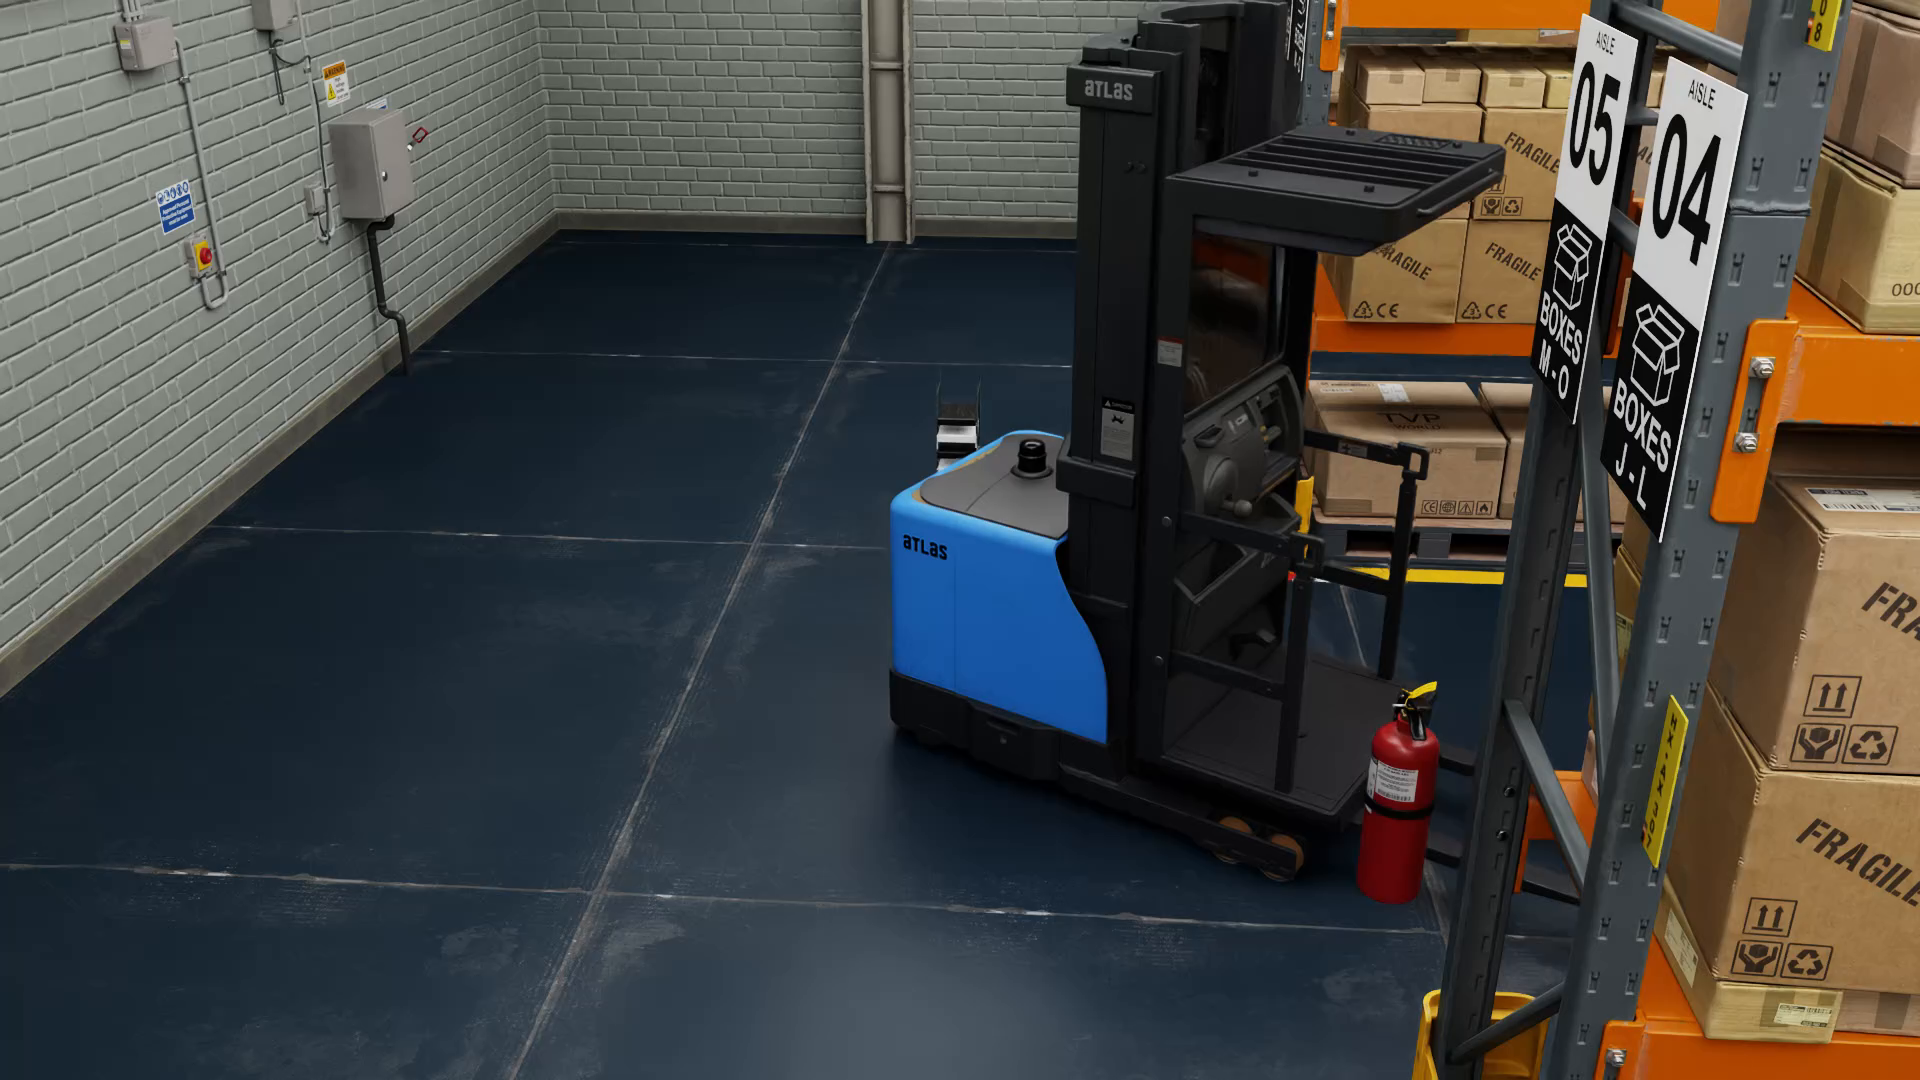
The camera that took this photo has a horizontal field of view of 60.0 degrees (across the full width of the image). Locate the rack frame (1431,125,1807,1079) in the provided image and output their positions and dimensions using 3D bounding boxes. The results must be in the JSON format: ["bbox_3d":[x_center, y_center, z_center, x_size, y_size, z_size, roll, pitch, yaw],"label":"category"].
[{"bbox_3d":[1.367,0.623,3.808,0.127,3.000,1.000,2,25,4],"label":"rack frame"}]

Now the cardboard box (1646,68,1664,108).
[{"bbox_3d":[3.025,-2.089,7.610,0.250,0.149,0.380,2,25,5],"label":"cardboard box"}]

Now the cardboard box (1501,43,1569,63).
[{"bbox_3d":[2.786,-2.313,8.097,0.250,0.149,0.380,2,25,5],"label":"cardboard box"}]

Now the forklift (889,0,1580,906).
[{"bbox_3d":[1.214,-0.343,5.990,3.031,2.935,1.130,16,29,31],"label":"forklift"}]

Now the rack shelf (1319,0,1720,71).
[{"bbox_3d":[3.640,-2.415,7.683,4.000,0.370,1.077,2,25,4],"label":"rack shelf"}]

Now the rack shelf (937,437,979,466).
[{"bbox_3d":[-0.008,-0.461,8.539,0.200,0.077,0.258,2,25,4],"label":"rack shelf"}]

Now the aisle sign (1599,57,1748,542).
[{"bbox_3d":[1.272,-0.436,2.998,0.004,0.787,0.394,2,25,4],"label":"aisle sign"}]

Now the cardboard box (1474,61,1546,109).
[{"bbox_3d":[2.496,-2.076,7.582,0.250,0.149,0.380,3,25,6],"label":"cardboard box"}]

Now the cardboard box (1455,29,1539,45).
[{"bbox_3d":[3.949,-3.745,12.228,0.500,0.500,0.500,2,25,5],"label":"cardboard box"}]

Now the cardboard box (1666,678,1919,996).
[{"bbox_3d":[1.794,0.572,3.444,0.500,0.500,0.500,3,25,6],"label":"cardboard box"}]

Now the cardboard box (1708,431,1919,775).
[{"bbox_3d":[1.795,0.113,3.244,0.500,0.500,0.500,2,25,4],"label":"cardboard box"}]

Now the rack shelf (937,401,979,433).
[{"bbox_3d":[-0.008,-0.624,8.464,0.200,0.077,0.258,2,25,4],"label":"rack shelf"}]

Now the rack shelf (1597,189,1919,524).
[{"bbox_3d":[3.362,-0.349,3.192,4.000,0.370,1.077,2,25,4],"label":"rack shelf"}]

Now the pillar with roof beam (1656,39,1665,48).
[{"bbox_3d":[5.055,-4.713,8.228,0.400,9.000,9.100,2,25,4],"label":"pillar with roof beam"}]

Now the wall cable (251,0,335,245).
[{"bbox_3d":[-3.881,-2.667,9.743,0.122,1.984,0.588,2,25,4],"label":"wall cable"}]

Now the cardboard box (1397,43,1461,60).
[{"bbox_3d":[2.274,-2.312,8.094,0.250,0.149,0.380,2,25,5],"label":"cardboard box"}]

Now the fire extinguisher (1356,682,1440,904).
[{"bbox_3d":[1.152,0.627,4.338,0.183,0.674,0.296,2,25,4],"label":"fire extinguisher"}]

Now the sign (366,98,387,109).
[{"bbox_3d":[-3.841,-2.654,11.044,0.001,0.494,0.329,2,25,4],"label":"sign"}]

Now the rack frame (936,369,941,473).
[{"bbox_3d":[-0.109,-0.412,8.570,0.006,0.900,0.240,2,25,4],"label":"rack frame"}]

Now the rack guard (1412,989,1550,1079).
[{"bbox_3d":[1.443,1.761,4.325,0.348,0.500,1.175,2,25,4],"label":"rack guard"}]

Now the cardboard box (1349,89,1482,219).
[{"bbox_3d":[2.102,-1.809,7.777,0.500,0.500,0.500,1,25,3],"label":"cardboard box"}]

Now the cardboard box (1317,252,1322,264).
[{"bbox_3d":[2.625,-2.510,13.101,0.637,0.503,0.797,1,25,2],"label":"cardboard box"}]

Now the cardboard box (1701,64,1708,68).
[{"bbox_3d":[3.521,-2.044,7.512,0.250,0.149,0.380,1,25,3],"label":"cardboard box"}]

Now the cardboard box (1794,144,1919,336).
[{"bbox_3d":[1.796,-0.551,2.950,0.500,0.250,0.500,3,25,6],"label":"cardboard box"}]

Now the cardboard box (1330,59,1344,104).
[{"bbox_3d":[2.956,-3.437,12.454,0.500,0.250,0.500,2,25,5],"label":"cardboard box"}]

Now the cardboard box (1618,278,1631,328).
[{"bbox_3d":[3.115,-1.326,7.923,0.500,0.500,0.500,2,25,4],"label":"cardboard box"}]

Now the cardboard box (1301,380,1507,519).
[{"bbox_3d":[2.311,-0.491,8.791,0.875,0.438,0.875,1,25,2],"label":"cardboard box"}]

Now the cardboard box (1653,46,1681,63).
[{"bbox_3d":[3.295,-2.292,8.051,0.250,0.149,0.380,2,25,5],"label":"cardboard box"}]

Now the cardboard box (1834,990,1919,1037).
[{"bbox_3d":[1.922,0.875,3.561,0.250,0.149,0.380,3,25,6],"label":"cardboard box"}]

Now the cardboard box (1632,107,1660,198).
[{"bbox_3d":[3.132,-1.782,7.719,0.500,0.500,0.500,2,25,4],"label":"cardboard box"}]

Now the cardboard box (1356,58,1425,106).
[{"bbox_3d":[1.978,-2.111,7.658,0.250,0.149,0.380,2,25,5],"label":"cardboard box"}]

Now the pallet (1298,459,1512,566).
[{"bbox_3d":[2.449,-0.184,8.897,1.213,0.211,1.003,2,25,4],"label":"pallet"}]

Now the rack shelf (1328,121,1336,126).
[{"bbox_3d":[4.016,-3.122,12.806,4.000,0.370,1.077,2,25,4],"label":"rack shelf"}]

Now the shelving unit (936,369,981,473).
[{"bbox_3d":[-0.008,-0.409,8.562,0.210,0.900,0.258,2,25,4],"label":"shelving unit"}]

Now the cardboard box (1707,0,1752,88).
[{"bbox_3d":[1.846,-0.990,3.306,0.500,0.250,0.500,1,25,2],"label":"cardboard box"}]

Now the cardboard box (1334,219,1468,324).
[{"bbox_3d":[2.102,-1.354,7.984,0.500,0.500,0.500,2,25,4],"label":"cardboard box"}]

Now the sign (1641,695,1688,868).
[{"bbox_3d":[1.326,0.456,3.136,0.005,0.325,0.100,2,25,4],"label":"sign"}]

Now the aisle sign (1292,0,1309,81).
[{"bbox_3d":[1.552,-2.506,7.498,0.004,0.787,0.394,2,25,4],"label":"aisle sign"}]
